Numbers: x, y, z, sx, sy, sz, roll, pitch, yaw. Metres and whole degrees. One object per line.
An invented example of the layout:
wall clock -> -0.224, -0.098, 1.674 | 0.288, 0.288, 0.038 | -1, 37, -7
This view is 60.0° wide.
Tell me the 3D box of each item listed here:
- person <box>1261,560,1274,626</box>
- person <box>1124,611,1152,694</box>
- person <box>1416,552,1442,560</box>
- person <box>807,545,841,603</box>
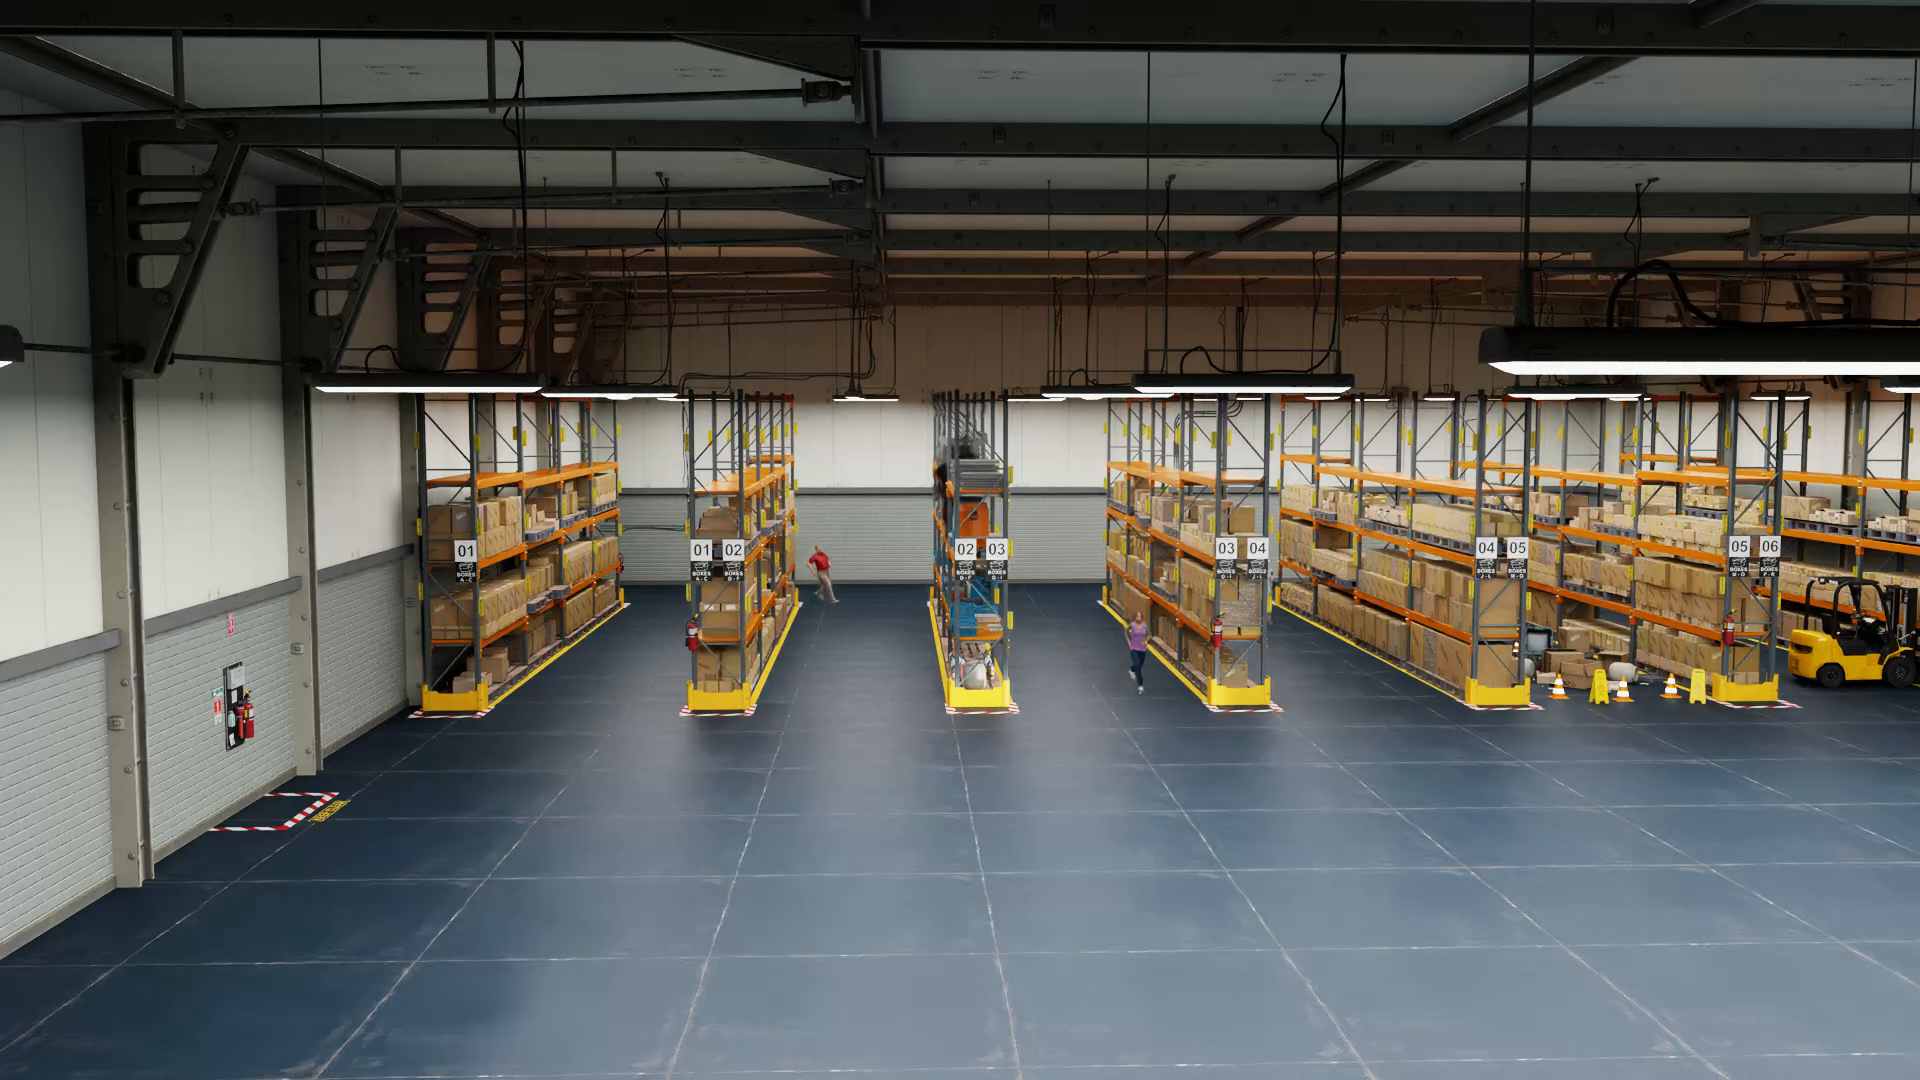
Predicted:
person -> 7.935, 1.346, 43.310 | 0.562, 1.715, 0.857 | 0, 5, -3
person -> 3.577, 2.213, 33.370 | 0.506, 1.598, 1.035 | -1, 5, -14
person -> 13.837, 0.840, 48.931 | 0.953, 1.824, 0.654 | -1, 5, -7
person -> -3.905, 0.978, 47.760 | 0.928, 1.662, 0.713 | 3, 5, 32
